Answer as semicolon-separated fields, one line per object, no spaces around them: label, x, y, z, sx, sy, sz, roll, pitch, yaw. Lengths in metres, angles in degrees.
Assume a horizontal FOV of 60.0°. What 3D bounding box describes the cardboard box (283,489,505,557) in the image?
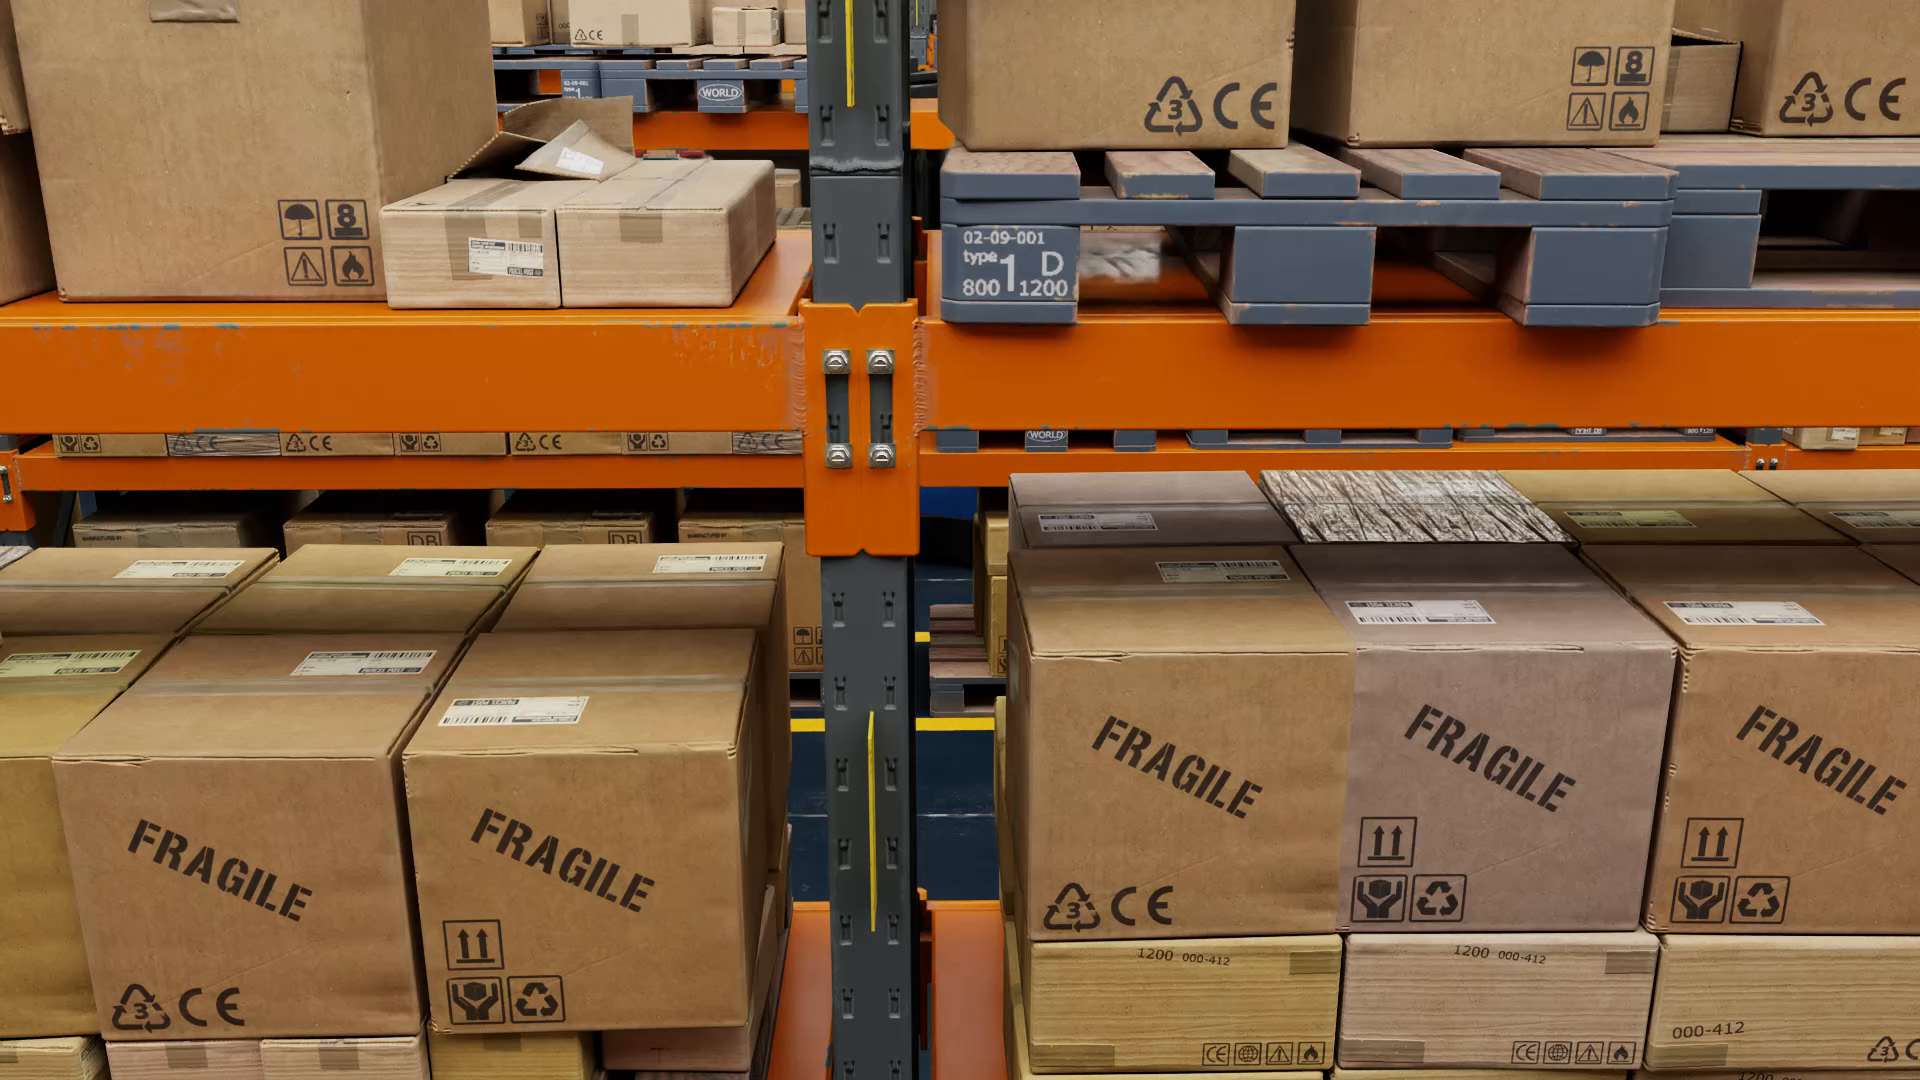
cardboard box;-2.746;0.122;8.252;0.750;0.750;1.050;0;18;-1

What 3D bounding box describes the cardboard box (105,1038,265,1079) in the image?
cardboard box;-1.245;0.807;2.845;0.250;0.149;0.380;-1;18;-3

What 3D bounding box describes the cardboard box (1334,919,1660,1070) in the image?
cardboard box;0.876;0.681;2.941;0.500;0.250;0.500;0;18;0

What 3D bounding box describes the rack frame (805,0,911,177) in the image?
rack frame;-0.151;-2.080;2.299;0.127;3.000;1.000;0;18;-1

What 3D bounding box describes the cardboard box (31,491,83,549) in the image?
cardboard box;-4.960;0.078;8.184;0.875;0.875;0.875;0;18;0

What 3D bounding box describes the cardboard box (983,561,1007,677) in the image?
cardboard box;0.381;0.330;8.012;0.500;0.500;0.500;-1;18;-3

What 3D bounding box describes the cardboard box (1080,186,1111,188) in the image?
cardboard box;1.075;-2.776;12.485;0.637;0.503;0.797;0;18;0

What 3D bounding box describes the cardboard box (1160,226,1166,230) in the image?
cardboard box;1.710;-2.225;12.410;0.500;0.500;0.500;0;18;-1

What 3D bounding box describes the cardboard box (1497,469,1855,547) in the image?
cardboard box;1.371;0.165;3.321;0.500;0.500;0.500;0;18;-1

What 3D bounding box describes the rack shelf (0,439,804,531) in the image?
rack shelf;-2.330;-0.382;8.006;4.000;0.370;1.077;0;18;-1

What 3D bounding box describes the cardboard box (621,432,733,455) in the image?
cardboard box;-1.275;-0.696;7.643;0.500;0.500;0.500;0;18;-1

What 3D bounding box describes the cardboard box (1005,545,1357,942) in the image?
cardboard box;0.346;0.325;2.822;0.500;0.500;0.500;-1;18;-3

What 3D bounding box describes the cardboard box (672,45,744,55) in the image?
cardboard box;-1.777;-3.521;11.949;0.500;0.250;0.500;0;18;1

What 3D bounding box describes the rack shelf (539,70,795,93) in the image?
rack shelf;-2.307;-3.326;12.272;4.000;0.370;1.077;0;18;-1

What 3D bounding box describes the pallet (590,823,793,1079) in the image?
pallet;-0.862;0.904;3.132;1.003;0.211;1.213;0;18;-1

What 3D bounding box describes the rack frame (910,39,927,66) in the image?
rack frame;-0.308;-2.250;12.650;0.127;3.000;1.000;0;18;-1

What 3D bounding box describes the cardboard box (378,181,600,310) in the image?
cardboard box;-0.711;-0.462;2.579;0.250;0.149;0.380;0;18;-1

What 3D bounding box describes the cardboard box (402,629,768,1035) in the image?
cardboard box;-0.601;0.475;2.819;0.500;0.500;0.500;-1;18;-2

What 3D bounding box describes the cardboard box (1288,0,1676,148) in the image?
cardboard box;0.836;-0.962;2.873;0.500;0.500;0.700;-1;18;-4

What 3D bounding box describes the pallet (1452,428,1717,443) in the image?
pallet;2.903;-0.703;8.143;1.213;0.211;1.003;0;18;-1

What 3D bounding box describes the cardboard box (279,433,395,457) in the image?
cardboard box;-2.795;-0.687;7.616;0.500;0.500;0.500;0;18;-1

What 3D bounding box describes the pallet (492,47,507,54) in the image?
pallet;-3.688;-3.540;12.069;1.003;0.211;1.213;0;18;-1

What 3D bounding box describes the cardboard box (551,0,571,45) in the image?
cardboard box;-1.558;-2.400;7.603;0.500;0.250;0.500;0;18;1

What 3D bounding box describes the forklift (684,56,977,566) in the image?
forklift;-0.897;-1.518;10.481;3.031;2.935;1.130;8;19;22

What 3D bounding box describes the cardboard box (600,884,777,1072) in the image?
cardboard box;-0.475;0.770;2.960;0.250;0.149;0.380;0;18;1

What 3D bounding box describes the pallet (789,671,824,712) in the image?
pallet;-1.120;0.574;8.412;1.213;0.211;1.003;0;18;-1

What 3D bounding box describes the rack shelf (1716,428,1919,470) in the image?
rack shelf;5.669;-0.421;8.127;4.000;0.370;1.077;0;18;-1

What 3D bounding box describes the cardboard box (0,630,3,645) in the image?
cardboard box;-1.783;0.173;2.698;0.250;0.149;0.380;-1;18;-3

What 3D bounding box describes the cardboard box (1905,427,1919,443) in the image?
cardboard box;4.480;-0.577;7.846;0.250;0.149;0.380;-1;18;-3

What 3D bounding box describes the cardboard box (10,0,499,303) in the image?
cardboard box;-1.099;-0.698;2.737;0.500;0.500;0.700;0;18;-1

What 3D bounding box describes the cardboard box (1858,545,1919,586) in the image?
cardboard box;1.864;0.321;2.836;0.500;0.500;0.500;0;18;0

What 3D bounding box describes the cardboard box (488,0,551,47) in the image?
cardboard box;-2.064;-2.364;7.081;0.500;0.500;0.500;0;18;-1

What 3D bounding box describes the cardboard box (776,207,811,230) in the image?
cardboard box;-0.779;-1.259;7.761;0.500;0.500;0.700;0;18;-1

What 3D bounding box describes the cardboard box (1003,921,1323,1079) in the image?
cardboard box;0.342;0.923;3.006;0.500;0.250;0.500;-1;18;-2

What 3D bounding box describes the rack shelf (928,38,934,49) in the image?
rack shelf;1.539;-6.371;21.764;4.000;0.370;1.077;0;18;-1

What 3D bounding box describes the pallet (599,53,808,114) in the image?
pallet;-0.973;-2.054;7.437;1.003;0.211;1.213;1;18;2

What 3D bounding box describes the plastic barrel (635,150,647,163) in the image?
plastic barrel;-3.425;-3.746;17.091;0.433;0.535;0.433;0;18;0

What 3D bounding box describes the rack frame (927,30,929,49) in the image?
rack frame;-0.386;-3.763;17.366;0.127;3.000;1.000;0;18;-1

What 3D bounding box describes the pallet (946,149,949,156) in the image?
pallet;0.216;-5.209;22.188;1.003;0.211;1.213;0;18;-1

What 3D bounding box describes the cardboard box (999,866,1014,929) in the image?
cardboard box;0.350;0.767;3.493;0.500;0.250;0.500;-1;18;-3

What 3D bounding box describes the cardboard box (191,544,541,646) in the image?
cardboard box;-1.126;0.324;3.289;0.500;0.500;0.500;1;18;2

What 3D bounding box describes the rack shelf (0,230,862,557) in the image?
rack shelf;-2.151;-0.299;2.837;4.000;0.370;1.077;0;18;-1
